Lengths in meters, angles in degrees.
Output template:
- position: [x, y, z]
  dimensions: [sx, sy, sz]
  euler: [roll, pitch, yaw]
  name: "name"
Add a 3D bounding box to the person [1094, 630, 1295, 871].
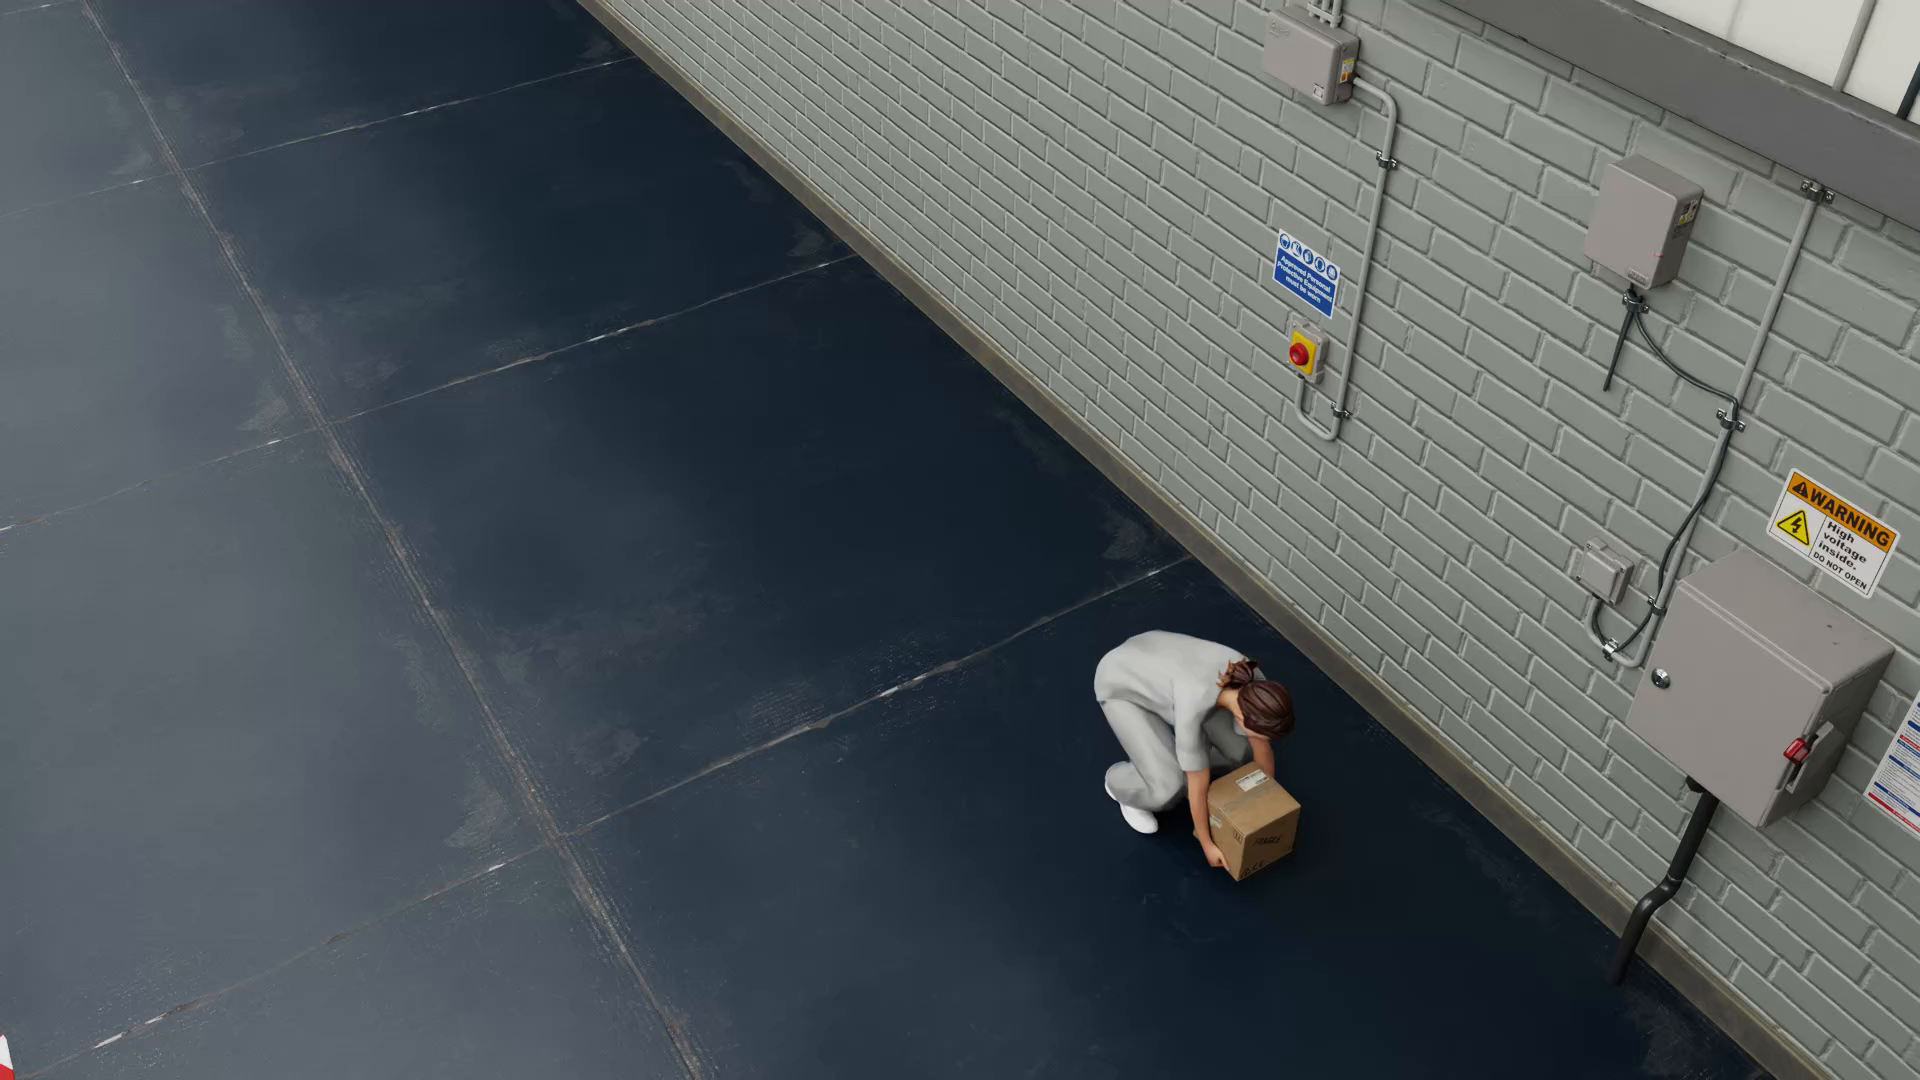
- position: [0.825, 0.693, 5.926]
  dimensions: [0.460, 0.938, 0.830]
  euler: [-24, 46, -25]
  name: "person"
